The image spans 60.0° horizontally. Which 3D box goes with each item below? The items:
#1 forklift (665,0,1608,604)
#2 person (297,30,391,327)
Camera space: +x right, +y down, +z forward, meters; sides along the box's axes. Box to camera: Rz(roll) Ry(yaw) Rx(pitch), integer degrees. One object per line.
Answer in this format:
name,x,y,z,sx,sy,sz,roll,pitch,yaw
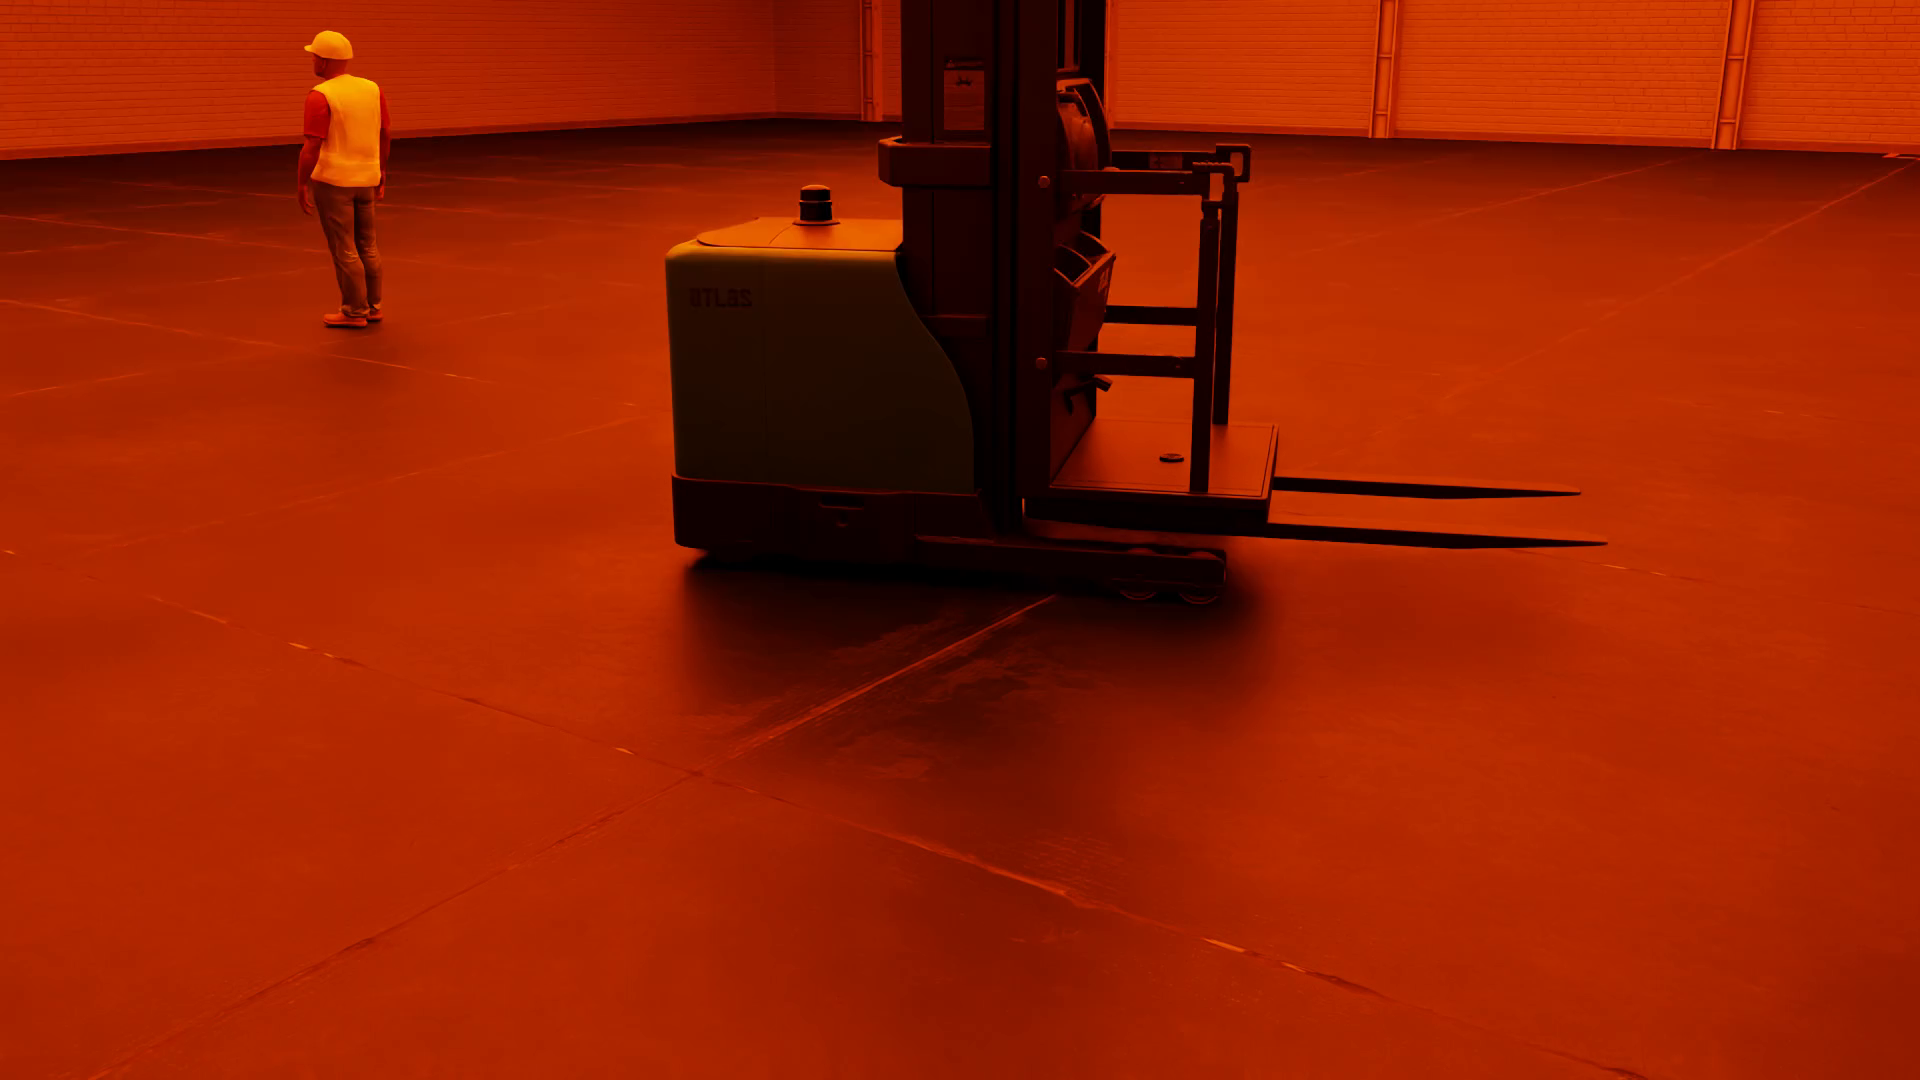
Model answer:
forklift,0.595,-1.367,5.404,3.031,2.935,1.130,4,17,12
person,-3.819,-2.197,10.188,0.575,1.768,0.665,9,19,27
